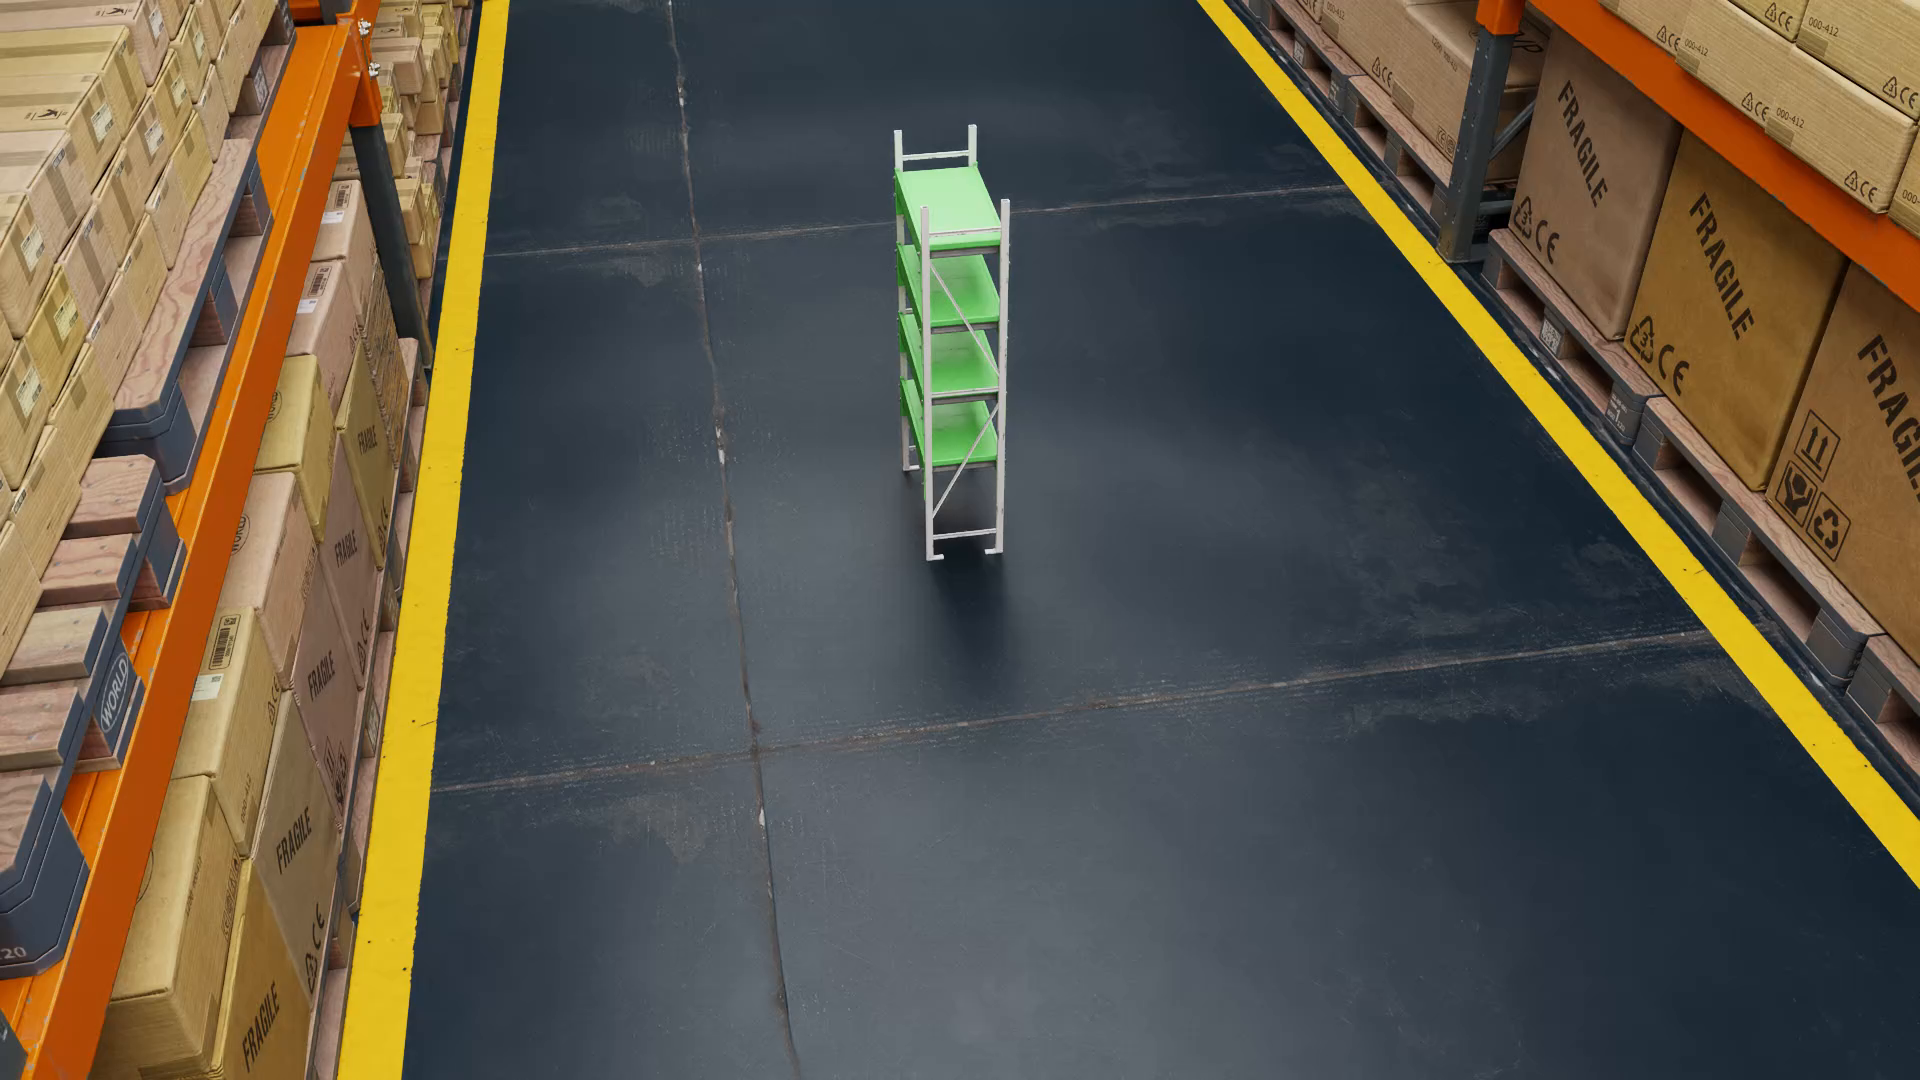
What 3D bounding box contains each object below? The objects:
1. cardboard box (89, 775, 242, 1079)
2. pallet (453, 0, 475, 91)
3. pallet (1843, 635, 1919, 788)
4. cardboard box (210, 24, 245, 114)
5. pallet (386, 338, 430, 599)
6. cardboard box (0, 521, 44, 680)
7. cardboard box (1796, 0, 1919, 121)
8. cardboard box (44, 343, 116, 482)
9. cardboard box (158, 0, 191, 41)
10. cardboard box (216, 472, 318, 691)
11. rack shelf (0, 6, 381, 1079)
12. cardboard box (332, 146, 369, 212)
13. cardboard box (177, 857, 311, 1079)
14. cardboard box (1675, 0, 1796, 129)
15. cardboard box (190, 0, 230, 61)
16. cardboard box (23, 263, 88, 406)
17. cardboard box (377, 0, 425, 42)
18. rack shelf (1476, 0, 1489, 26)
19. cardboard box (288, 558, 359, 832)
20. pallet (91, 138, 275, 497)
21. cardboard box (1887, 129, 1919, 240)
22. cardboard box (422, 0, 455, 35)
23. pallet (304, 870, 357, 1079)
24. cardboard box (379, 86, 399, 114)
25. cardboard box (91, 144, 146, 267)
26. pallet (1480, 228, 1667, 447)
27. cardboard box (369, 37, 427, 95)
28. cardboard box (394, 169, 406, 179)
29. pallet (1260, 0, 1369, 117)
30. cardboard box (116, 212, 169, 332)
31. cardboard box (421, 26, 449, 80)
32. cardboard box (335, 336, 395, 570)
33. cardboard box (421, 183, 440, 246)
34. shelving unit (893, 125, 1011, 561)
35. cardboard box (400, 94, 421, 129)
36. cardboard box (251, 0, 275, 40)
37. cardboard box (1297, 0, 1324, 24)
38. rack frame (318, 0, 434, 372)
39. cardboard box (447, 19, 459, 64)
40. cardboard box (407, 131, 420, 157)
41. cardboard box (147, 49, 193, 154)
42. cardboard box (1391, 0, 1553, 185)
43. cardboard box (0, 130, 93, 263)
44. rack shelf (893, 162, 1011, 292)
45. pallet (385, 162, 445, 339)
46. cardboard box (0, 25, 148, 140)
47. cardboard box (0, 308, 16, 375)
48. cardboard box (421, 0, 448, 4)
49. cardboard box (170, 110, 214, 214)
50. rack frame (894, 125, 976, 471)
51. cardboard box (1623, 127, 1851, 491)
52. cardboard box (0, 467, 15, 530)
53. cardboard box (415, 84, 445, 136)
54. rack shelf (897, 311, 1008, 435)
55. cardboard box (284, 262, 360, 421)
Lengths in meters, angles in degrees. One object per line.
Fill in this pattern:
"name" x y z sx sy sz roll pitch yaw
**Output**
"cardboard box" -1.602 0.718 2.965 0.500 0.250 0.500 -8 39 -10
"pallet" -3.002 -2.555 8.367 1.003 0.211 1.213 -6 38 -8
"pallet" 3.072 0.659 4.230 1.003 0.211 1.213 -6 38 -8
"cardboard box" -2.025 -1.170 4.173 0.380 0.149 0.250 -8 39 -10
"pallet" -2.283 -0.210 5.348 1.003 0.211 1.213 -6 38 -8
"cardboard box" -1.647 0.115 2.520 0.380 0.149 0.250 -4 38 -6
"cardboard box" 2.506 -1.292 4.182 0.500 0.250 0.500 -7 38 -9
"cardboard box" -1.743 -0.211 2.939 0.380 0.149 0.250 -5 38 -6
"cardboard box" -1.981 -1.235 3.772 0.380 0.149 0.250 -7 38 -9
"cardboard box" -1.766 0.111 3.746 0.500 0.250 0.500 -6 38 -8
"rack shelf" -2.071 -0.289 3.763 1.077 0.370 4.000 -6 38 -8
"cardboard box" -2.278 -1.286 5.957 0.380 0.149 0.250 -5 38 -6
"cardboard box" -1.593 1.002 3.211 0.500 0.500 0.500 -8 39 -10
"cardboard box" 2.418 -1.397 4.726 0.500 0.250 0.500 -7 38 -8
"cardboard box" -2.017 -1.272 4.062 0.380 0.149 0.250 -7 38 -9
"cardboard box" -1.751 -0.339 2.862 0.380 0.149 0.250 -6 38 -8
"cardboard box" -2.526 -2.233 7.176 0.380 0.149 0.250 -6 38 -8
"rack shelf" 2.084 -3.298 7.637 1.077 0.370 4.000 -6 38 -8
"cardboard box" -1.779 0.389 4.000 0.500 0.500 0.500 -7 38 -9
"pallet" -2.107 -0.480 3.580 1.003 0.211 1.213 -6 38 -8
"cardboard box" 2.614 -0.789 3.943 0.500 0.250 0.500 -7 38 -8
"cardboard box" -2.553 -2.441 7.686 0.380 0.149 0.250 -6 38 -7
"pallet" -1.855 1.264 3.451 1.003 0.211 1.213 -6 38 -8
"cardboard box" -2.360 -1.606 6.369 0.380 0.149 0.250 -7 38 -9
"cardboard box" -1.834 -0.640 3.249 0.380 0.149 0.250 -7 38 -8
"pallet" 2.644 -0.815 6.127 1.003 0.211 1.213 -6 38 -8
"cardboard box" -2.393 -1.924 6.778 0.380 0.149 0.250 -5 38 -7
"cardboard box" -2.302 -1.335 6.262 0.380 0.149 0.250 -6 38 -8
"pallet" 2.161 -2.479 8.269 1.003 0.211 1.213 -6 38 -8
"cardboard box" -1.834 -0.524 3.342 0.380 0.149 0.250 -6 38 -7
"cardboard box" -2.450 -2.121 7.274 0.380 0.149 0.250 -6 38 -7
"cardboard box" -1.954 -0.230 4.796 0.500 0.500 0.500 -7 38 -9
"cardboard box" -2.215 -1.236 6.377 0.380 0.149 0.250 -5 38 -7
"shelving unit" -0.029 -0.574 5.011 0.258 1.200 0.503 -6 38 -8
"cardboard box" -2.450 -1.810 6.874 0.380 0.149 0.250 -5 38 -6
"cardboard box" -2.110 -1.472 4.562 0.380 0.149 0.250 -6 38 -8
"cardboard box" 2.116 -3.005 8.419 0.875 0.438 0.875 -5 38 -7
"rack frame" -2.421 -1.781 5.097 1.000 3.000 0.127 -6 38 -8
"cardboard box" -2.556 -2.333 7.790 0.380 0.149 0.250 -8 39 -10
"cardboard box" -2.404 -1.529 6.754 0.380 0.149 0.250 -7 38 -9
"cardboard box" -1.922 -0.950 3.648 0.380 0.149 0.250 -6 38 -8
"cardboard box" 2.430 -1.919 7.021 0.875 0.438 0.875 -7 38 -9
"cardboard box" -1.794 -0.600 2.955 0.380 0.149 0.250 -5 38 -6
"rack shelf" -0.029 -0.902 4.755 0.258 0.148 0.480 -6 38 -8
"pallet" -2.574 -1.081 6.470 1.003 0.211 1.213 -6 38 -8
"cardboard box" -1.882 -0.911 3.355 0.380 0.149 0.250 -7 38 -9
"cardboard box" -1.699 -0.277 2.539 0.380 0.149 0.250 -6 38 -8
"cardboard box" -2.537 -2.559 7.596 0.380 0.149 0.250 -5 38 -6
"cardboard box" -1.925 -0.842 3.752 0.380 0.149 0.250 -5 38 -6
"rack frame" -0.072 -0.721 5.200 0.240 1.200 0.015 -6 38 -8
"cardboard box" 2.788 -0.790 5.212 0.875 0.875 0.875 -5 38 -7
"cardboard box" -1.657 -0.026 2.459 0.380 0.149 0.250 -4 38 -6
"cardboard box" -2.436 -1.855 7.174 0.380 0.149 0.250 -7 38 -9
"rack shelf" -0.029 -0.523 5.050 0.258 0.148 0.480 -6 38 -8
"cardboard box" -1.965 -0.521 4.560 0.500 0.250 0.500 -5 38 -6
